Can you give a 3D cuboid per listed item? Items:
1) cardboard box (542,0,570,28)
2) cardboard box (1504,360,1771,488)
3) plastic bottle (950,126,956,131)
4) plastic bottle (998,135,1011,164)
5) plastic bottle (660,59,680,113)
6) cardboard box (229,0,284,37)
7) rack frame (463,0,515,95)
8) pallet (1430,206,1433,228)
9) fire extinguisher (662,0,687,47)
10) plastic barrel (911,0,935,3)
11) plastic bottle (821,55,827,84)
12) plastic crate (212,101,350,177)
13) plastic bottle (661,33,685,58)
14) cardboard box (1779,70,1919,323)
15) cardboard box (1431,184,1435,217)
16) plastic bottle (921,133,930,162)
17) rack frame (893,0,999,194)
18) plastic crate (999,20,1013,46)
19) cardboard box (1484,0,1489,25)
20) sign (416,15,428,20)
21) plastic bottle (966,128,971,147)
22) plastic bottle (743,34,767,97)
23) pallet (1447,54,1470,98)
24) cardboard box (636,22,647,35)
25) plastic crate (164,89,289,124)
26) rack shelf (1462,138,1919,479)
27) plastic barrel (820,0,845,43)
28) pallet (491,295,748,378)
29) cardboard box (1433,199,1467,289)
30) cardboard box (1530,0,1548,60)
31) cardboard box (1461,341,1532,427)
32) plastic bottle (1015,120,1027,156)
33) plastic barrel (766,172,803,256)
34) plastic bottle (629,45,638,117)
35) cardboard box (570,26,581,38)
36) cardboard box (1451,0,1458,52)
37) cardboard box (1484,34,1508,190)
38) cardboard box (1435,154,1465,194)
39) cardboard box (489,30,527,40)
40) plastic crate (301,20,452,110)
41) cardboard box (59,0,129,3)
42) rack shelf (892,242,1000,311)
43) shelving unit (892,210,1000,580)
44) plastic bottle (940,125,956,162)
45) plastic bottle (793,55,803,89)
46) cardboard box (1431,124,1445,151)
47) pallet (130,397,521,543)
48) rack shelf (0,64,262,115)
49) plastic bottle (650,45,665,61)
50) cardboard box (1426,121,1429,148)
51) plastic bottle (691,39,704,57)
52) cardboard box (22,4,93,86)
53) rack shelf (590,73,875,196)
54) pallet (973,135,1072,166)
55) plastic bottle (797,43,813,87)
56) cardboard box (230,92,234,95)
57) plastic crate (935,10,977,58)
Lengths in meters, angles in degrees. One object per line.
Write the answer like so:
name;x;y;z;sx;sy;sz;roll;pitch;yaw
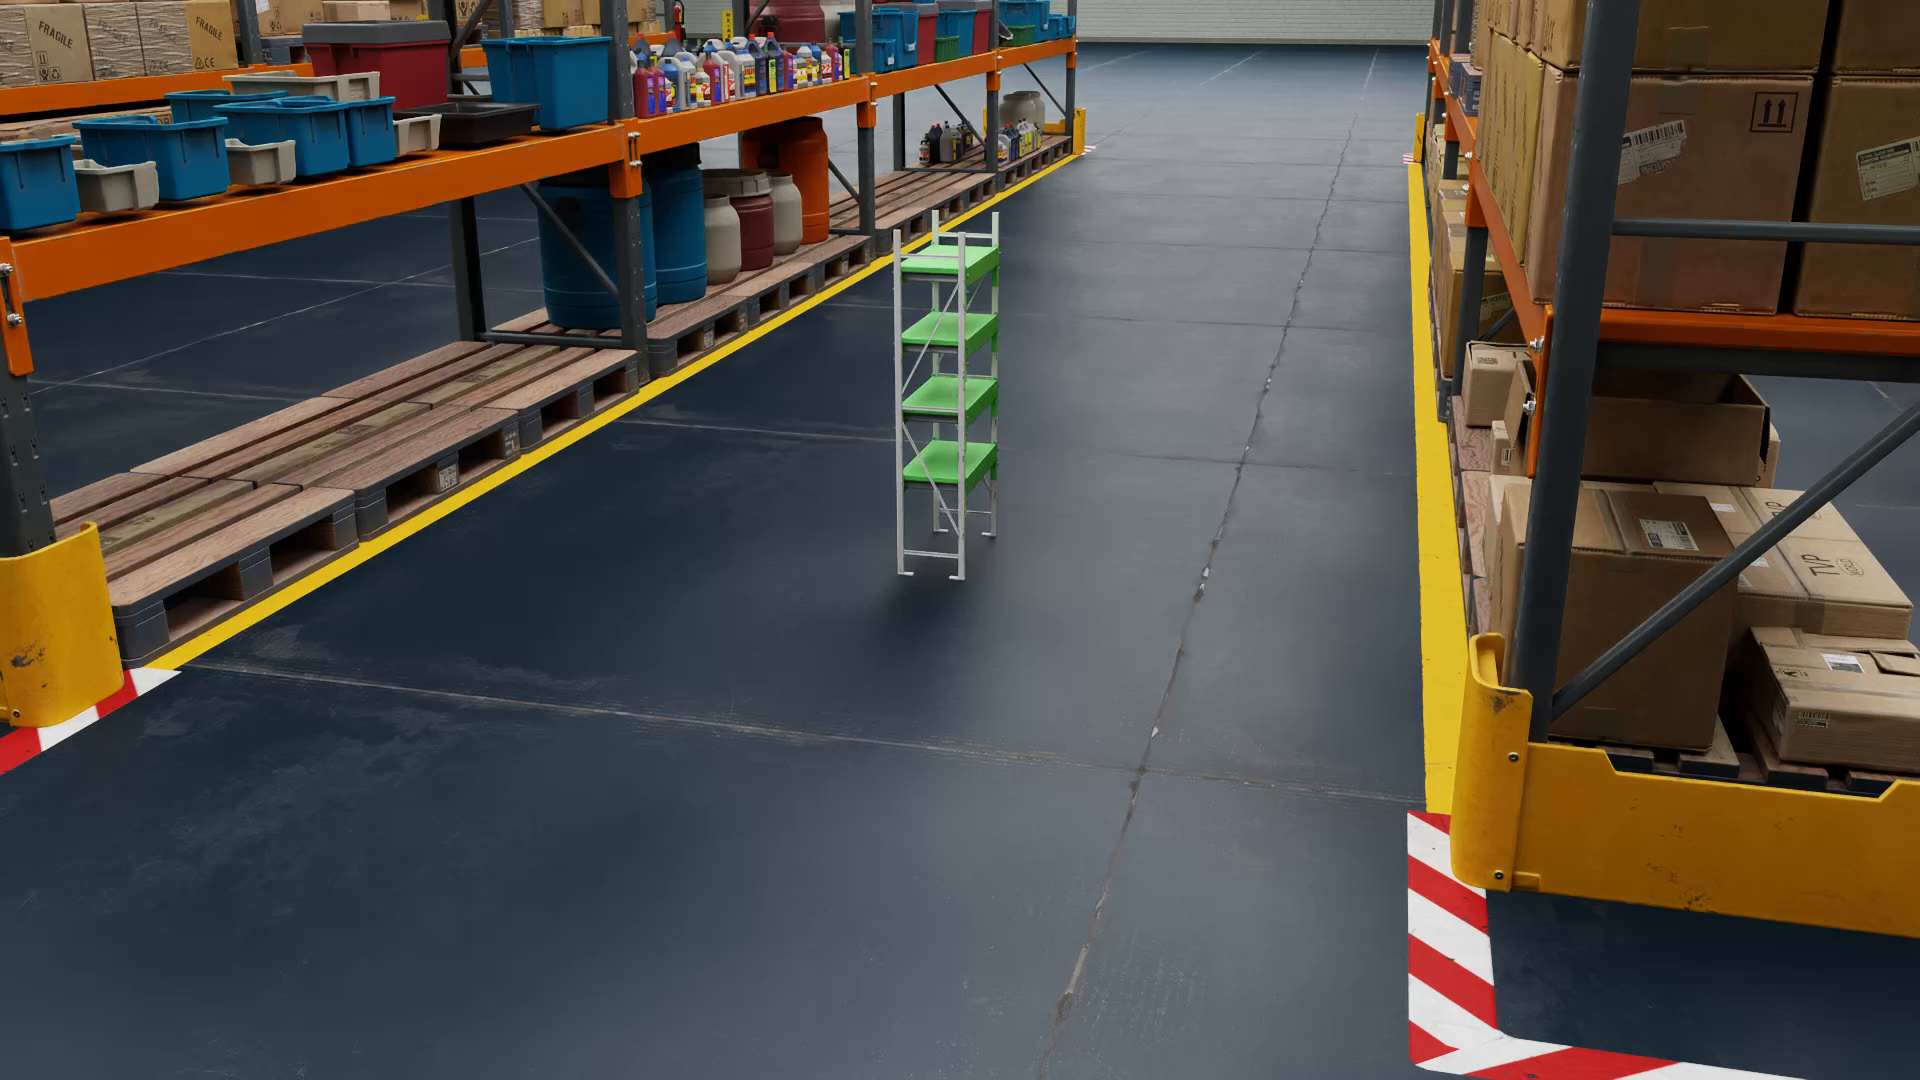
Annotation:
cardboard box;-4.615;-5.627;17.407;0.875;0.500;0.500;5;19;13
cardboard box;2.255;-0.296;5.594;0.797;0.503;0.637;5;19;13
plastic bottle;-0.091;-4.114;17.124;0.152;0.276;0.135;5;19;14
plastic bottle;0.417;-3.846;16.340;0.152;0.276;0.135;5;20;15
plastic bottle;-1.523;-2.381;8.716;0.097;0.271;0.097;0;19;0
cardboard box;-5.826;-4.314;13.372;0.500;0.500;0.500;2;19;7
rack frame;-4.941;-5.149;16.622;1.000;3.000;0.127;5;19;13
pallet;4.522;-2.812;14.094;1.003;0.211;1.213;5;19;13
fire extinguisher;-3.489;-6.366;20.304;0.296;0.674;0.183;5;19;13
plastic barrel;-0.527;-4.898;15.111;0.600;0.901;0.708;5;19;13
plastic bottle;-0.927;-3.112;10.966;0.097;0.201;0.097;0;19;0
plastic crate;-2.369;-1.410;5.841;0.416;0.233;0.300;5;19;13
plastic bottle;-1.736;-2.917;10.162;0.144;0.351;0.185;5;19;13
cardboard box;2.096;-0.770;3.647;0.500;0.500;0.500;5;20;15
cardboard box;3.950;-2.674;12.981;0.500;0.250;0.500;5;19;14
plastic bottle;-0.341;-3.858;16.363;0.061;0.283;0.133;6;20;16
rack frame;-0.139;-4.758;15.477;1.000;3.000;0.127;5;19;13
plastic crate;0.113;-4.883;15.938;0.767;0.338;0.504;5;19;13
cardboard box;2.321;-2.253;6.442;0.500;0.500;0.500;5;20;15
sign;-2.626;-2.426;8.220;0.100;0.325;0.005;5;19;13
plastic bottle;0.068;-4.320;17.842;0.097;0.201;0.097;0;19;0
plastic bottle;-1.237;-2.816;9.867;0.144;0.351;0.185;5;19;13
pallet;3.589;-2.803;10.050;1.213;0.211;1.003;5;19;13
cardboard box;-3.906;-6.018;19.553;0.380;0.149;0.250;5;19;13
plastic crate;-2.817;-1.610;6.426;0.416;0.233;0.300;5;19;13
rack shelf;2.221;-0.891;5.268;1.077;0.370;4.000;5;19;13
plastic barrel;-1.072;-3.896;12.782;0.421;0.512;0.421;0;19;0
pallet;-1.864;-1.169;9.285;1.003;0.211;1.213;5;19;13
cardboard box;3.048;-1.696;9.698;0.500;0.500;0.500;4;19;13
cardboard box;1.697;-1.445;4.075;0.500;0.500;0.500;5;20;15
cardboard box;2.397;-0.679;7.015;0.500;0.311;0.500;5;19;13
plastic bottle;0.611;-4.125;17.042;0.144;0.351;0.185;5;19;13
plastic barrel;-1.270;-2.187;11.149;0.421;0.512;0.421;0;19;0
plastic bottle;-1.683;-2.325;8.429;0.144;0.351;0.185;5;19;13
cardboard box;-4.316;-5.468;17.943;0.380;0.149;0.250;5;19;13
cardboard box;4.889;-4.718;15.206;0.700;0.500;0.500;4;19;13
cardboard box;2.074;-1.450;5.637;0.500;0.500;0.500;5;19;13
cardboard box;3.696;-2.622;11.960;0.500;0.311;0.500;4;19;13
cardboard box;-4.597;-5.074;16.790;0.380;0.149;0.250;5;19;13
plastic crate;-2.555;-2.049;7.354;0.402;0.464;0.583;5;19;13
cardboard box;-6.275;-3.986;11.509;0.797;0.503;0.637;5;20;15
rack shelf;-0.040;-0.910;5.707;0.258;0.148;0.480;5;19;13
shelving unit;-0.040;-0.516;5.842;0.258;1.200;0.503;5;19;13
plastic bottle;-0.121;-3.926;16.458;0.144;0.351;0.185;5;19;13
plastic bottle;-1.046;-2.960;10.519;0.097;0.201;0.097;0;19;0
cardboard box;4.321;-3.419;14.292;0.500;0.311;0.500;5;19;14
pallet;-2.531;-0.314;6.780;1.003;0.211;1.213;5;19;13
rack shelf;-6.407;-2.928;11.233;1.077;0.370;4.000;5;19;13
plastic bottle;-1.874;-2.901;10.231;0.152;0.276;0.135;5;19;13
cardboard box;5.294;-4.366;17.935;0.500;0.250;0.500;5;19;13
plastic bottle;-1.725;-3.156;10.966;0.061;0.283;0.133;5;19;13
cardboard box;-6.175;-3.290;11.025;0.500;0.500;0.500;5;19;14
rack shelf;-1.605;-2.537;10.087;1.077;0.370;4.000;5;19;13
pallet;0.662;-4.410;18.773;1.003;0.211;1.213;5;19;13
plastic bottle;-0.998;-3.054;10.687;0.097;0.271;0.097;0;19;0
cardboard box;-9.064;-5.526;20.362;0.875;0.875;0.875;4;19;13
plastic crate;-0.106;-4.380;14.395;0.392;0.384;0.575;5;19;13
